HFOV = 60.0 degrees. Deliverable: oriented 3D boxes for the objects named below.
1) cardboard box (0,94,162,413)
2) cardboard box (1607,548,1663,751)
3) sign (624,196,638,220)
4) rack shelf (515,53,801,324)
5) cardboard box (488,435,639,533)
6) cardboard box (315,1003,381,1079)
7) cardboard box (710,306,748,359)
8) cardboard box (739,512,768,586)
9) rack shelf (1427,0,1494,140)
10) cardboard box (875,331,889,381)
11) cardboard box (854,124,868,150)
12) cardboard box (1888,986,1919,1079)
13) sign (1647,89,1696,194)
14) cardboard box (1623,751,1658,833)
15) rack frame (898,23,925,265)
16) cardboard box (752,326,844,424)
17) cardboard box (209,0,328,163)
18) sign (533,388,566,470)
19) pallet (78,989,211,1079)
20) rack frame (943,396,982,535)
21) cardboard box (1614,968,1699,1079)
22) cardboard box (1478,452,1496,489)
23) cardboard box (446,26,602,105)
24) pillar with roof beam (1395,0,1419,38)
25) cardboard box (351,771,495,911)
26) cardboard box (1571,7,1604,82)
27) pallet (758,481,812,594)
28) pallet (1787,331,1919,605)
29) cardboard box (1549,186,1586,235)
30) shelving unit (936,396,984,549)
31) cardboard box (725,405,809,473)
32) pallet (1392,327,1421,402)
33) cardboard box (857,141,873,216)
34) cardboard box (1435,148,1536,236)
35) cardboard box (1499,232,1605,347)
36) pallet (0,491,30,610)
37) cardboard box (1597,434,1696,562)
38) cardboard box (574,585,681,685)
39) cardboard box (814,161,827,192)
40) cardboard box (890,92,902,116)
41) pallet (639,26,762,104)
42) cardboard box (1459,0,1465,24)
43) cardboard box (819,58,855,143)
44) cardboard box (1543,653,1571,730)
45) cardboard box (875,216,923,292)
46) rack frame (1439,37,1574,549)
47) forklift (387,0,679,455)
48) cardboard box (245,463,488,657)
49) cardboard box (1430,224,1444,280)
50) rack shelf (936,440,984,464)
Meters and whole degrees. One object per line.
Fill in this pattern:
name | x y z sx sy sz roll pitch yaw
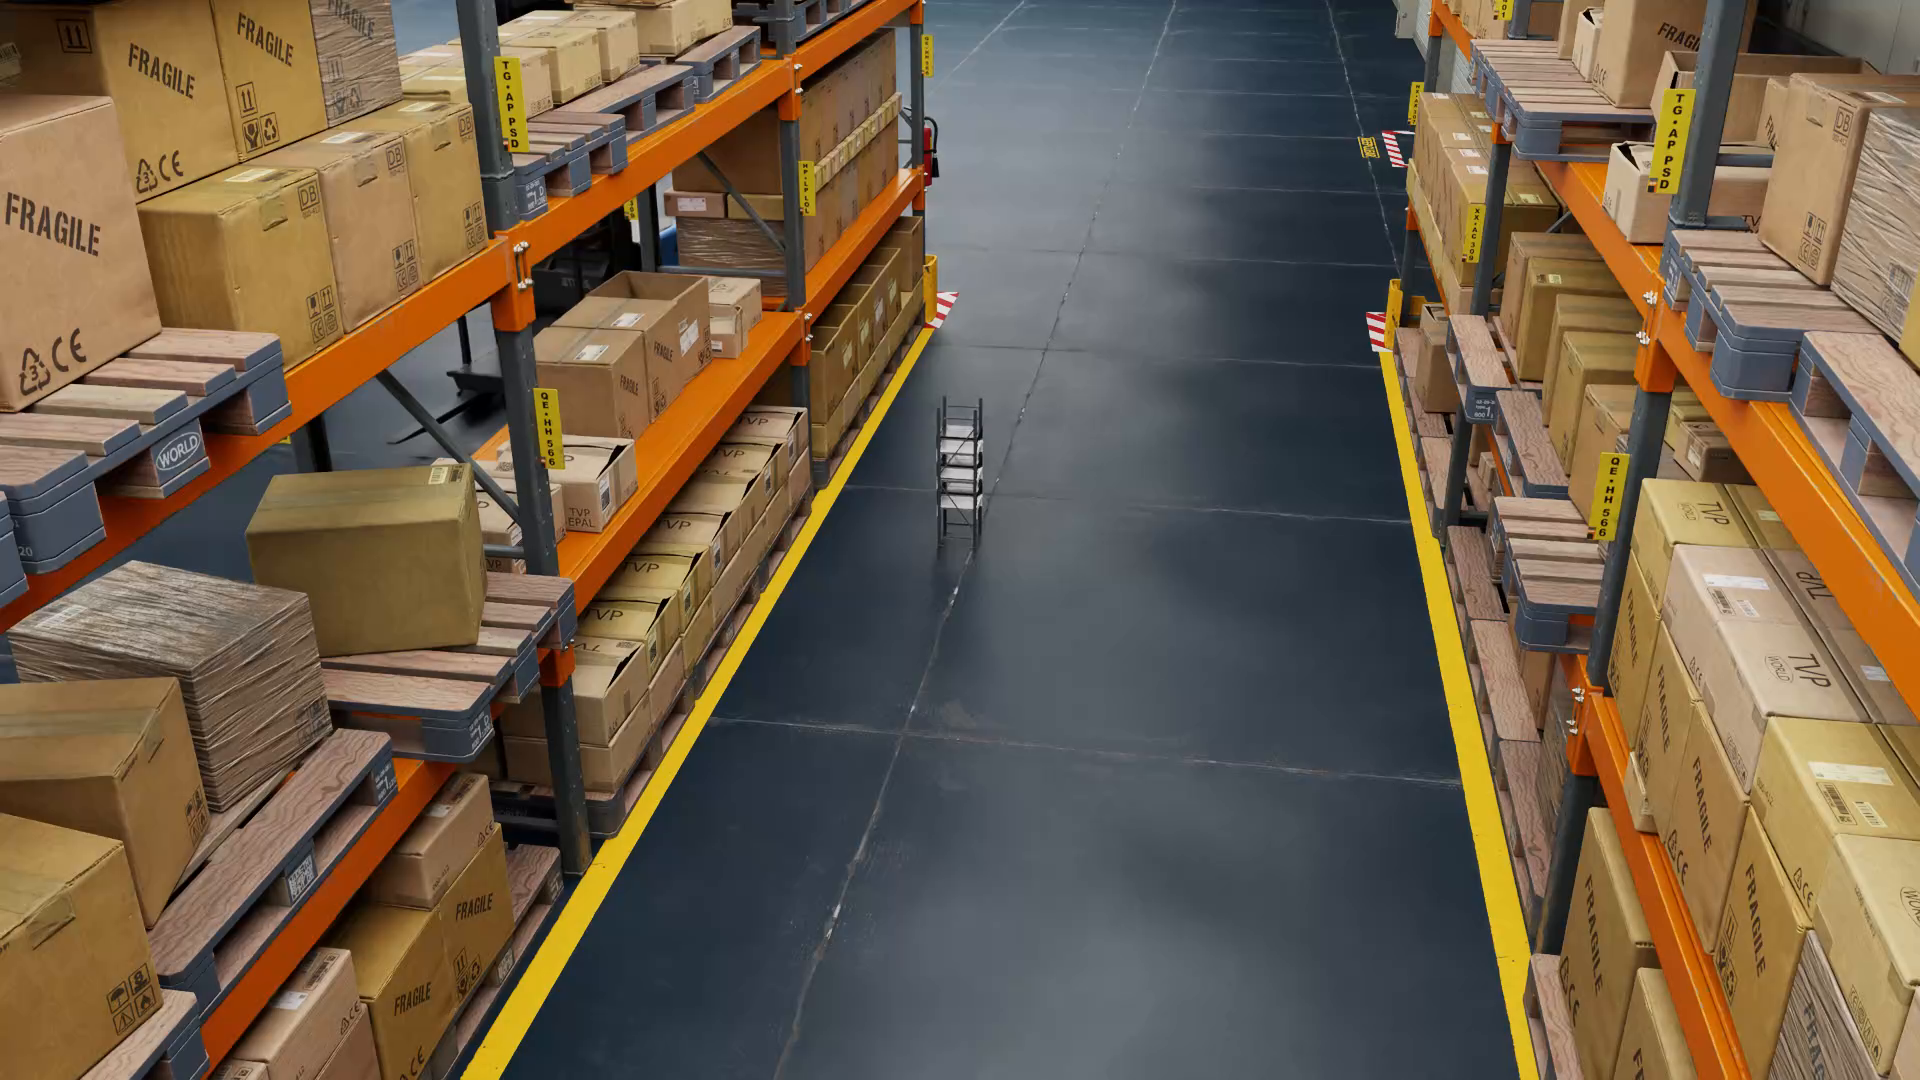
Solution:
cardboard box | -2.389 -0.697 3.931 0.600 0.600 0.600 3 25 6
cardboard box | 2.451 0.371 5.427 0.500 0.500 0.500 5 26 10
sign | -1.999 -2.106 10.096 0.100 0.325 0.005 4 25 9
rack shelf | -1.778 -1.836 7.945 1.077 0.370 4.000 4 25 9
cardboard box | -1.768 -0.287 7.431 0.500 0.311 0.500 4 25 8
cardboard box | -2.191 1.810 5.275 0.500 0.500 0.500 3 25 7
cardboard box | -1.414 -1.199 9.431 0.396 0.266 0.258 3 25 7
cardboard box | -1.401 0.034 9.387 0.500 0.250 0.500 5 25 10
rack shelf | 3.763 -3.167 10.789 1.077 0.370 4.000 4 25 9
cardboard box | -0.827 -1.385 12.418 0.500 0.250 0.500 4 25 9
cardboard box | -0.882 -2.937 12.104 0.380 0.149 0.250 5 25 10
cardboard box | 2.046 1.093 3.000 0.500 0.250 0.500 5 25 10
sign | 2.247 -1.256 5.248 0.100 0.325 0.005 4 25 9
cardboard box | 2.323 0.811 5.252 0.380 0.149 0.250 5 26 10
rack frame | -0.798 -3.313 13.789 1.000 3.000 0.127 4 25 9
cardboard box | -1.067 -1.097 10.918 0.500 0.500 0.500 4 25 9
cardboard box | -2.266 -1.428 4.928 0.500 0.500 0.500 4 25 9
sign | -1.568 -0.422 6.341 0.100 0.325 0.005 4 25 9
pallet | -2.521 1.466 3.806 1.003 0.211 1.213 4 25 9
rack frame | 0.015 -0.447 10.143 0.240 0.900 0.006 4 25 9
cardboard box | 2.383 1.823 4.859 0.750 0.750 0.750 4 25 8
cardboard box | 3.494 -0.440 10.475 0.380 0.166 0.250 1 25 2
cardboard box | -1.914 -2.100 7.342 0.500 0.250 0.500 4 25 7
pillar with roof beam | 3.524 -13.162 27.755 9.100 9.000 0.400 4 25 9
cardboard box | -2.032 1.058 5.997 0.500 0.250 0.500 5 26 11
cardboard box | 3.167 -2.326 7.752 0.500 0.311 0.500 5 26 10
pallet | -1.533 -0.066 10.142 1.003 0.211 1.213 4 25 9
pallet | 2.550 -0.157 3.733 1.003 0.211 1.213 5 26 11
cardboard box | 3.719 -1.761 9.743 0.500 0.500 0.500 3 25 7
shelving unit | -0.001 -0.404 10.052 0.258 0.900 0.210 4 25 9
cardboard box | -1.235 -0.650 10.186 0.500 0.311 0.500 4 25 9
pallet | 3.910 -1.339 12.862 1.003 0.211 1.213 4 25 9
cardboard box | -1.055 -2.737 12.440 0.700 0.500 0.500 4 25 9
cardboard box | 3.377 -2.217 10.717 0.500 0.500 0.500 3 25 7
cardboard box | 3.319 -1.332 8.921 0.700 0.500 0.500 4 25 9
pallet | -2.583 0.165 3.043 1.213 0.211 1.003 4 25 9
cardboard box | 2.849 -0.067 6.218 0.700 0.500 0.500 1 25 2
cardboard box | -1.652 0.415 7.911 0.500 0.311 0.500 3 25 7
cardboard box | -1.094 -2.401 10.958 0.380 0.149 0.250 4 25 8
cardboard box | -0.672 -3.479 13.261 0.380 0.149 0.250 4 25 8
pallet | -1.583 -2.542 8.830 0.805 0.209 1.217 3 25 6
cardboard box | 3.518 -3.596 10.715 0.500 0.500 0.500 6 26 12
cardboard box | -1.139 -3.088 11.662 0.700 0.500 0.500 4 25 9
cardboard box | 3.048 0.795 7.442 0.700 0.500 0.500 4 25 8
cardboard box | -0.592 -2.352 13.601 0.500 0.500 0.500 4 25 9
rack frame | 3.436 -1.298 9.485 1.000 3.000 0.127 4 25 9
forklift | -3.058 -2.345 11.803 1.130 2.935 3.031 8 26 16
cardboard box | -2.097 0.069 5.952 0.700 0.500 0.500 -4 25 -9
cardboard box | 3.371 -1.878 10.877 0.500 0.250 0.500 4 25 8
rack shelf | -0.001 -0.537 9.990 0.258 0.077 0.200 4 25 9
